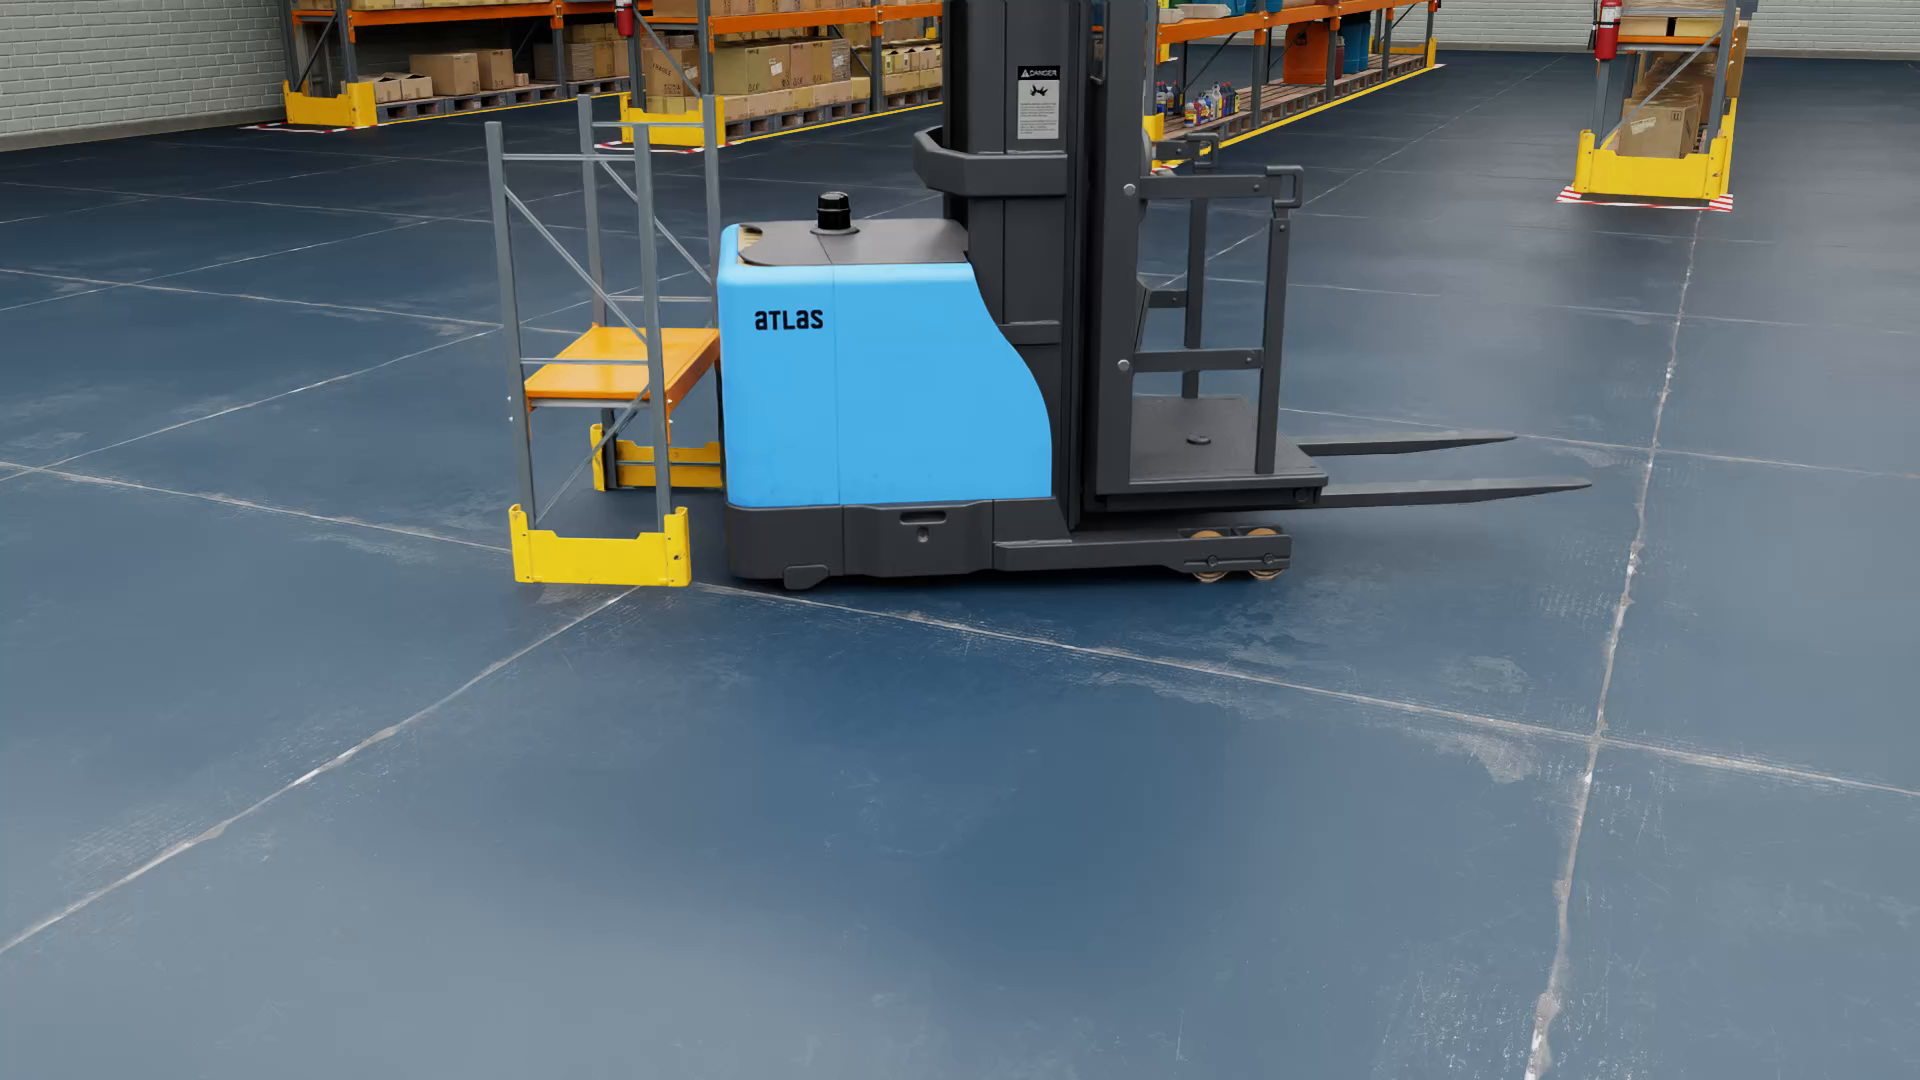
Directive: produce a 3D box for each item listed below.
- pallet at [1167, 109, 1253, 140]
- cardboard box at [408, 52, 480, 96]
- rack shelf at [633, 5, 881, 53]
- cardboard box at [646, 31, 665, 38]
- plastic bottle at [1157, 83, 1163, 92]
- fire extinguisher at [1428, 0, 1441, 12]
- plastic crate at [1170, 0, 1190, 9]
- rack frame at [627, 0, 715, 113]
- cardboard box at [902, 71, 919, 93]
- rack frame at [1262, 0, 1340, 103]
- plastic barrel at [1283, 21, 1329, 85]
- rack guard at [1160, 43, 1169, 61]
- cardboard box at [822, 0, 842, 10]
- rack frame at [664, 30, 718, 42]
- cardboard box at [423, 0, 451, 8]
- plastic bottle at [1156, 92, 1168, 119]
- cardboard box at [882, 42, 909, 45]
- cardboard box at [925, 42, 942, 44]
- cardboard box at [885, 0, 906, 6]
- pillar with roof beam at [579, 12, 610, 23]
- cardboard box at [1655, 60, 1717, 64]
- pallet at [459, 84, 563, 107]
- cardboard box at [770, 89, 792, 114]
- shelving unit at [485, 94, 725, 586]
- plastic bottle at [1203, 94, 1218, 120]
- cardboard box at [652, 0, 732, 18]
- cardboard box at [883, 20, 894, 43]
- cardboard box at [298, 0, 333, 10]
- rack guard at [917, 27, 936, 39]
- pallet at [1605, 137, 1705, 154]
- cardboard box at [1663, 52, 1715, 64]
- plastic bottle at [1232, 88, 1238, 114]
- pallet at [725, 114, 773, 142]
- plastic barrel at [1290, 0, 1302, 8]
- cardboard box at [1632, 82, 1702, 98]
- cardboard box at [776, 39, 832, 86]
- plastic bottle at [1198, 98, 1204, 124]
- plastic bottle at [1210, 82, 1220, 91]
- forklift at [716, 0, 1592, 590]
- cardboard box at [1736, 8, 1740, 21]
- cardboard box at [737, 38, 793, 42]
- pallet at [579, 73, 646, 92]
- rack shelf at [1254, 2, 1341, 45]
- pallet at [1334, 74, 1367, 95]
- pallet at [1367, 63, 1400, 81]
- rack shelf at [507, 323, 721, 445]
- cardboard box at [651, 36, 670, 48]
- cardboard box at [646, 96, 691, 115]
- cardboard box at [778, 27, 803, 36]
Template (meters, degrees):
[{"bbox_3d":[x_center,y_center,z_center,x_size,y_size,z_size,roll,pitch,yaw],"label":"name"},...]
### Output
[{"bbox_3d":[2.725,-4.787,19.114,1.003,0.211,1.213,9,21,23],"label":"pallet"},{"bbox_3d":[-6.693,-6.057,21.599,0.700,0.500,0.500,7,21,19],"label":"cardboard box"},{"bbox_3d":[-2.298,-6.031,19.524,1.077,0.370,4.000,9,21,23],"label":"rack shelf"},{"bbox_3d":[-4.900,-7.873,25.584,0.500,0.250,0.500,9,21,24],"label":"cardboard box"},{"bbox_3d":[2.252,-5.012,18.882,0.144,0.351,0.185,8,21,20],"label":"plastic bottle"},{"bbox_3d":[8.429,-9.740,29.553,0.296,0.674,0.183,9,21,23],"label":"fire extinguisher"},{"bbox_3d":[2.225,-5.824,18.186,0.450,0.188,0.662,9,21,23],"label":"plastic crate"},{"bbox_3d":[-3.117,-5.759,17.684,1.000,3.000,0.127,9,21,23],"label":"rack frame"},{"bbox_3d":[-0.878,-6.129,22.203,0.500,0.250,0.500,9,22,24],"label":"cardboard box"},{"bbox_3d":[4.676,-7.523,22.647,1.000,3.000,0.127,9,21,23],"label":"rack frame"},{"bbox_3d":[4.861,-6.851,23.367,0.600,0.830,0.708,9,21,23],"label":"plastic barrel"},{"bbox_3d":[3.404,-9.449,31.791,1.175,0.500,0.348,9,21,23],"label":"rack guard"},{"bbox_3d":[-1.865,-6.730,20.266,0.700,0.500,0.500,8,21,22],"label":"cardboard box"},{"bbox_3d":[-4.362,-8.883,26.469,1.000,3.000,0.127,9,21,23],"label":"rack frame"},{"bbox_3d":[-6.735,-6.797,20.799,0.500,0.250,0.500,8,21,22],"label":"cardboard box"},{"bbox_3d":[2.223,-4.834,18.494,0.152,0.276,0.135,9,21,23],"label":"plastic bottle"},{"bbox_3d":[-0.952,-6.776,23.186,0.500,0.311,0.500,8,21,22],"label":"cardboard box"},{"bbox_3d":[-0.247,-6.863,23.430,0.500,0.311,0.500,8,21,22],"label":"cardboard box"},{"bbox_3d":[-0.930,-7.106,21.848,0.380,0.149,0.250,9,21,23],"label":"cardboard box"},{"bbox_3d":[-1.756,-10.840,23.019,9.100,9.000,0.400,9,21,23],"label":"pillar with roof beam"},{"bbox_3d":[8.723,-5.494,20.015,0.700,0.500,0.500,7,21,18],"label":"cardboard box"},{"bbox_3d":[-6.243,-6.136,22.907,1.003,0.211,1.213,9,21,23],"label":"pallet"},{"bbox_3d":[-2.288,-5.100,19.311,0.500,0.250,0.500,9,21,23],"label":"cardboard box"},{"bbox_3d":[-1.169,-0.740,5.810,0.587,1.500,1.083,1,20,3],"label":"shelving unit"},{"bbox_3d":[2.756,-4.782,18.345,0.152,0.276,0.135,9,21,24],"label":"plastic bottle"},{"bbox_3d":[-2.914,-5.947,18.064,0.700,0.500,0.500,9,21,23],"label":"cardboard box"},{"bbox_3d":[-1.692,-9.814,32.191,0.700,0.500,0.500,8,21,21],"label":"cardboard box"},{"bbox_3d":[-7.624,-6.545,20.091,0.500,0.250,0.500,9,21,23],"label":"cardboard box"},{"bbox_3d":[-1.076,-10.158,33.785,1.175,0.500,0.348,9,21,23],"label":"rack guard"},{"bbox_3d":[6.816,-3.723,16.121,1.003,0.211,1.213,9,21,23],"label":"pallet"},{"bbox_3d":[8.740,-5.854,19.908,0.500,0.250,0.500,11,22,29],"label":"cardboard box"},{"bbox_3d":[3.142,-5.036,19.049,0.061,0.283,0.133,10,22,25],"label":"plastic bottle"},{"bbox_3d":[-2.842,-4.684,18.825,1.003,0.211,1.213,9,21,23],"label":"pallet"},{"bbox_3d":[4.108,-6.983,20.926,0.433,0.535,0.433,0,20,0],"label":"plastic barrel"},{"bbox_3d":[7.129,-4.348,16.822,0.500,0.500,0.500,17,26,40],"label":"cardboard box"},{"bbox_3d":[-1.886,-5.761,20.048,0.500,0.500,0.500,9,21,23],"label":"cardboard box"},{"bbox_3d":[2.567,-4.616,17.886,0.097,0.271,0.097,0,20,0],"label":"plastic bottle"},{"bbox_3d":[2.906,-5.043,18.969,0.144,0.351,0.185,9,21,23],"label":"plastic bottle"},{"bbox_3d":[0.686,-1.417,5.578,3.031,2.935,1.130,-2,20,-7],"label":"forklift"},{"bbox_3d":[7.468,-5.161,16.380,0.380,0.149,0.250,9,21,23],"label":"cardboard box"},{"bbox_3d":[-2.364,-5.832,20.250,0.500,0.500,0.500,9,21,23],"label":"cardboard box"},{"bbox_3d":[-5.184,-6.959,25.220,1.003,0.211,1.213,9,21,23],"label":"pallet"},{"bbox_3d":[3.857,-6.573,21.048,1.077,0.370,4.000,9,21,23],"label":"rack shelf"},{"bbox_3d":[5.462,-6.828,24.853,1.003,0.211,1.213,9,21,23],"label":"pallet"},{"bbox_3d":[6.580,-7.662,27.199,1.003,0.211,1.213,9,21,23],"label":"pallet"},{"bbox_3d":[-1.169,-0.567,5.862,0.538,0.185,1.000,1,20,3],"label":"rack shelf"},{"bbox_3d":[-4.926,-7.543,25.777,0.700,0.500,0.500,9,21,23],"label":"cardboard box"},{"bbox_3d":[-3.167,-4.865,18.650,0.500,0.250,0.500,9,21,23],"label":"cardboard box"},{"bbox_3d":[-3.233,-8.802,28.823,0.750,0.750,0.750,9,22,24],"label":"cardboard box"}]
